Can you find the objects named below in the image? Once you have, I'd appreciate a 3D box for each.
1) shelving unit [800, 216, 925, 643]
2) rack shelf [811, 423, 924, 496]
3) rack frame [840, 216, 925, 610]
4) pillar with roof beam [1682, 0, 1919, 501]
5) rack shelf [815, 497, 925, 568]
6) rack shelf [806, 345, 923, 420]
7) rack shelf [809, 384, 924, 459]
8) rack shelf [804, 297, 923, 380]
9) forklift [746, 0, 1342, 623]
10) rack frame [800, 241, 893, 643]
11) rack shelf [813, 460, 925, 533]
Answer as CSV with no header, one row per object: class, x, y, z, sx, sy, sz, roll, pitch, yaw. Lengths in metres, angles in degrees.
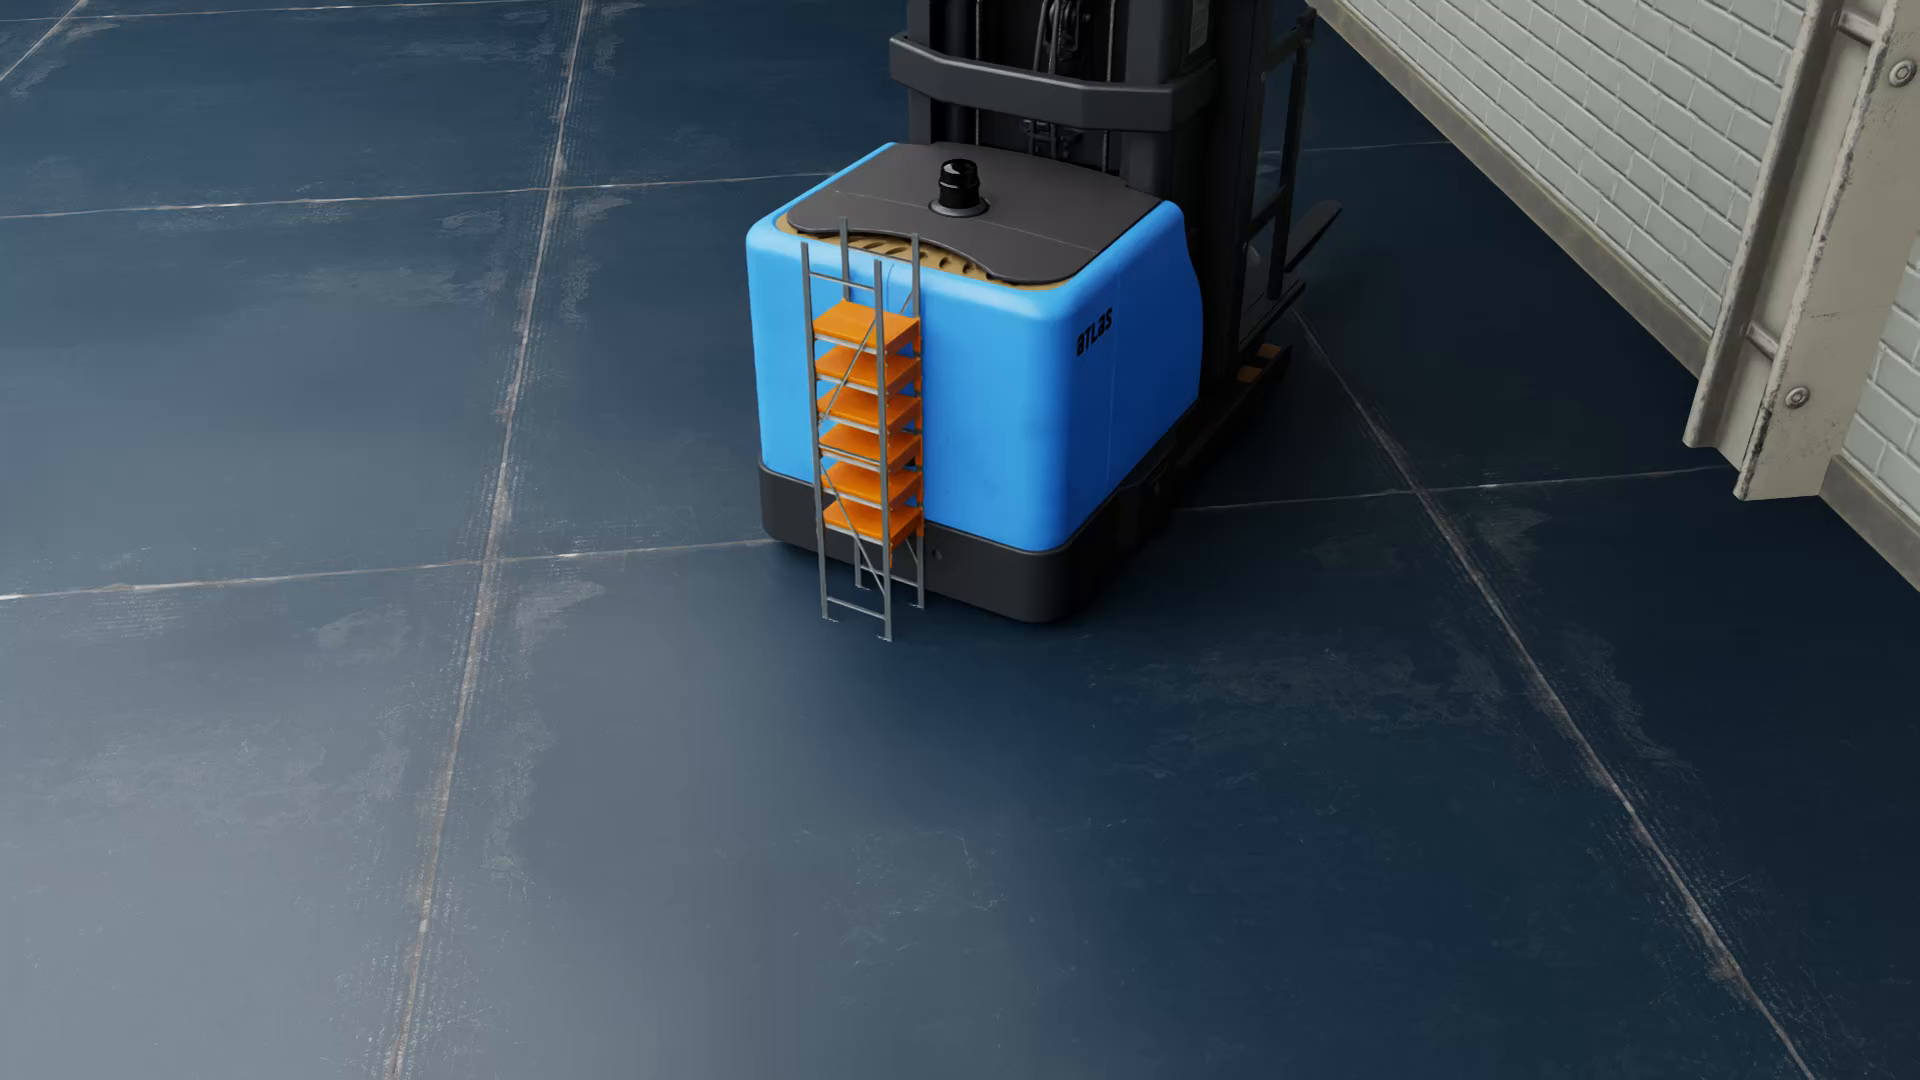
shelving unit,-0.255,-0.276,4.590,0.258,1.200,0.189,18,38,24
rack shelf,-0.255,-0.239,4.615,0.258,0.103,0.180,18,38,24
rack frame,-0.210,-0.321,4.656,0.240,1.200,0.006,18,38,24
pillar with roof beam,-1.587,-3.643,2.605,9.100,9.000,0.400,-4,35,-6
rack shelf,-0.255,-0.041,4.750,0.258,0.103,0.180,18,38,24
rack shelf,-0.255,-0.438,4.480,0.258,0.103,0.180,18,38,24
rack shelf,-0.255,-0.339,4.547,0.258,0.103,0.180,18,38,24
rack shelf,-0.255,-0.537,4.412,0.258,0.103,0.180,18,38,24
forklift,0.548,-1.779,5.258,1.130,2.935,3.031,18,38,24
rack frame,-0.301,-0.231,4.524,0.240,1.200,0.006,18,38,24
rack shelf,-0.255,-0.140,4.682,0.258,0.103,0.180,18,38,24
